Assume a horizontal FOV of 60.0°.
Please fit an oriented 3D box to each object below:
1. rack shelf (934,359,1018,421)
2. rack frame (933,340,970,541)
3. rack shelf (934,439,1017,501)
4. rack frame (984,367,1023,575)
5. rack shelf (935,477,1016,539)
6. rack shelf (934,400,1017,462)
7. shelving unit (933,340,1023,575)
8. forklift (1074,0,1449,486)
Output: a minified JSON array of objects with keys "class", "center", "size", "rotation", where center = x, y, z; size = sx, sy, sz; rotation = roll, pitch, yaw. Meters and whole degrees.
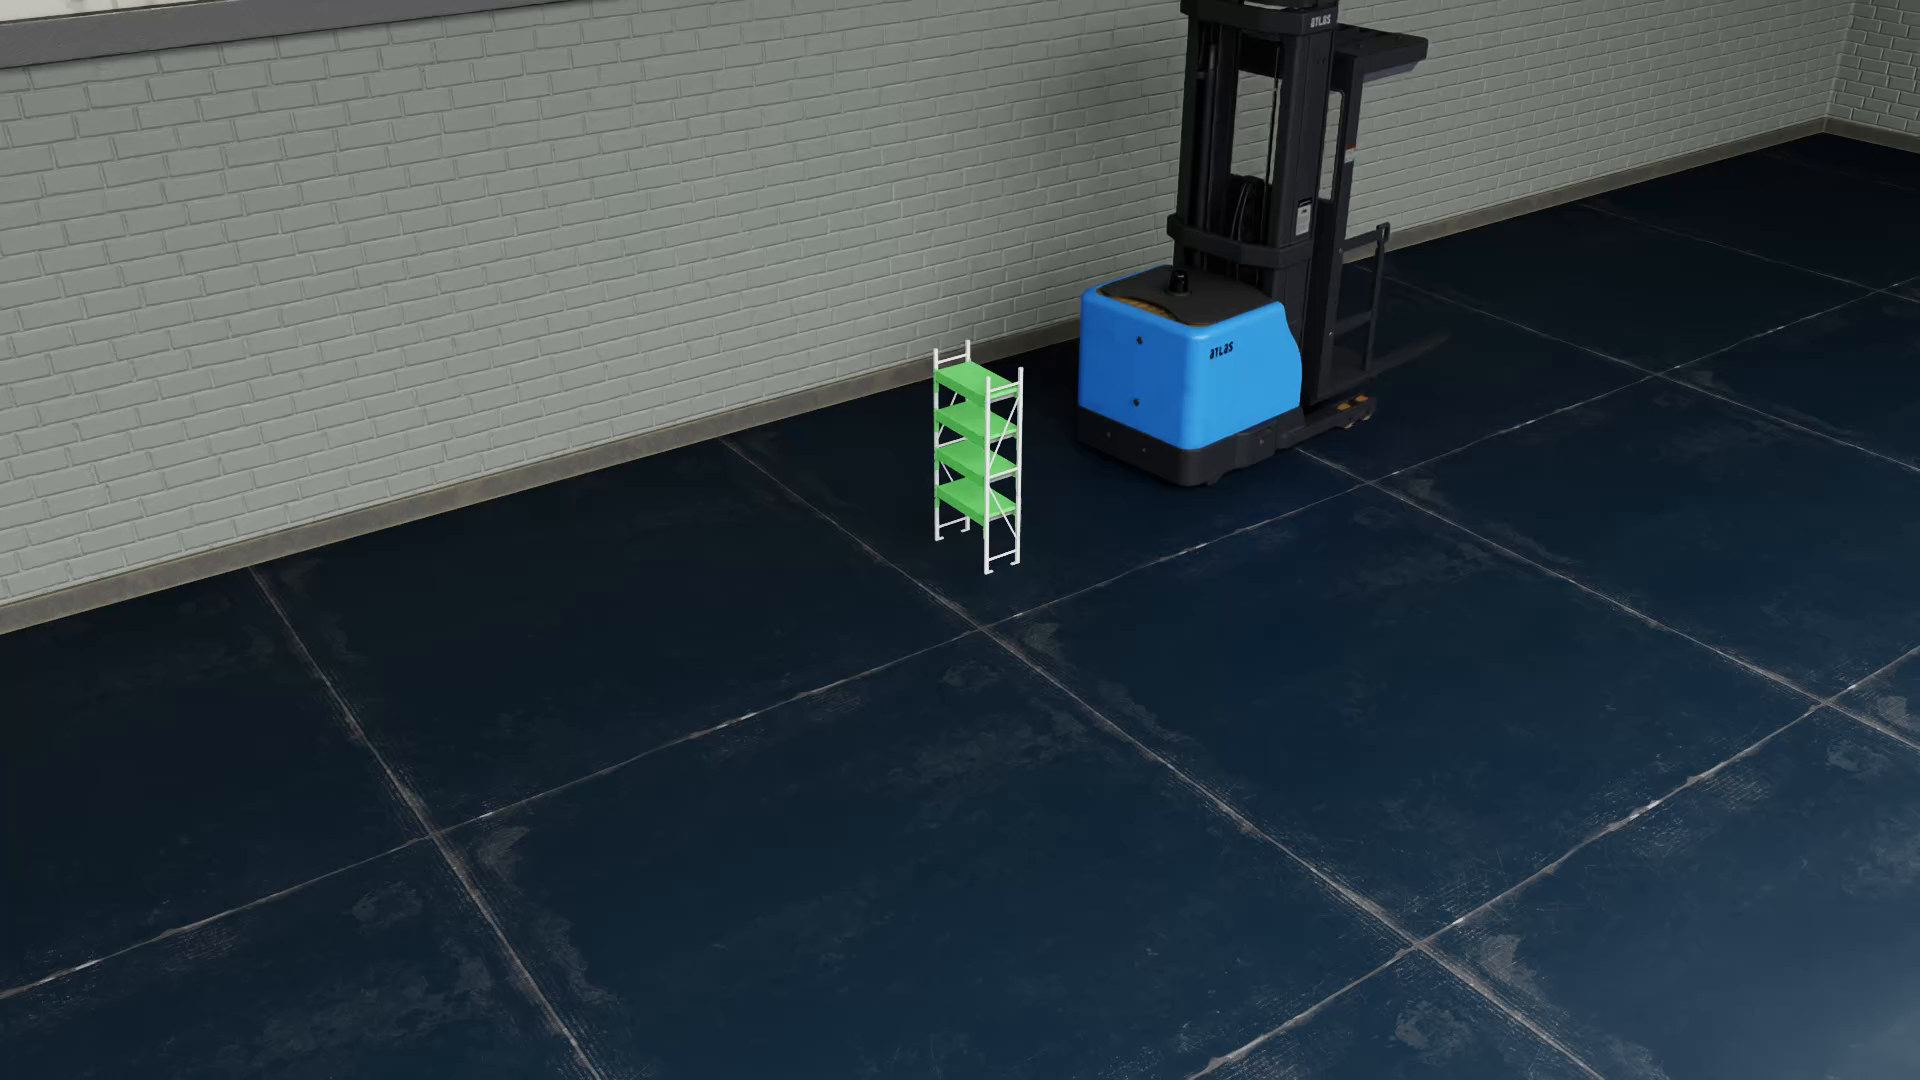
[{"class":"rack shelf","center":[0.096,-0.829,9.147],"size":[0.258,0.148,0.480],"rotation":[-19,34,-31]},{"class":"rack frame","center":[-0.046,-0.558,9.520],"size":[0.240,1.200,0.015],"rotation":[-19,34,-31]},{"class":"rack shelf","center":[0.096,-0.407,9.376],"size":[0.258,0.148,0.480],"rotation":[-19,34,-31]},{"class":"rack frame","center":[0.238,-0.368,9.170],"size":[0.240,1.200,0.015],"rotation":[-19,34,-31]},{"class":"rack shelf","center":[0.096,-0.196,9.490],"size":[0.258,0.148,0.480],"rotation":[-19,34,-31]},{"class":"rack shelf","center":[0.096,-0.618,9.261],"size":[0.258,0.148,0.480],"rotation":[-19,34,-31]},{"class":"shelving unit","center":[0.096,-0.463,9.345],"size":[0.258,1.200,0.503],"rotation":[-19,34,-31]},{"class":"forklift","center":[2.177,-2.200,10.730],"size":[3.031,2.935,1.130],"rotation":[-23,36,-36]}]
